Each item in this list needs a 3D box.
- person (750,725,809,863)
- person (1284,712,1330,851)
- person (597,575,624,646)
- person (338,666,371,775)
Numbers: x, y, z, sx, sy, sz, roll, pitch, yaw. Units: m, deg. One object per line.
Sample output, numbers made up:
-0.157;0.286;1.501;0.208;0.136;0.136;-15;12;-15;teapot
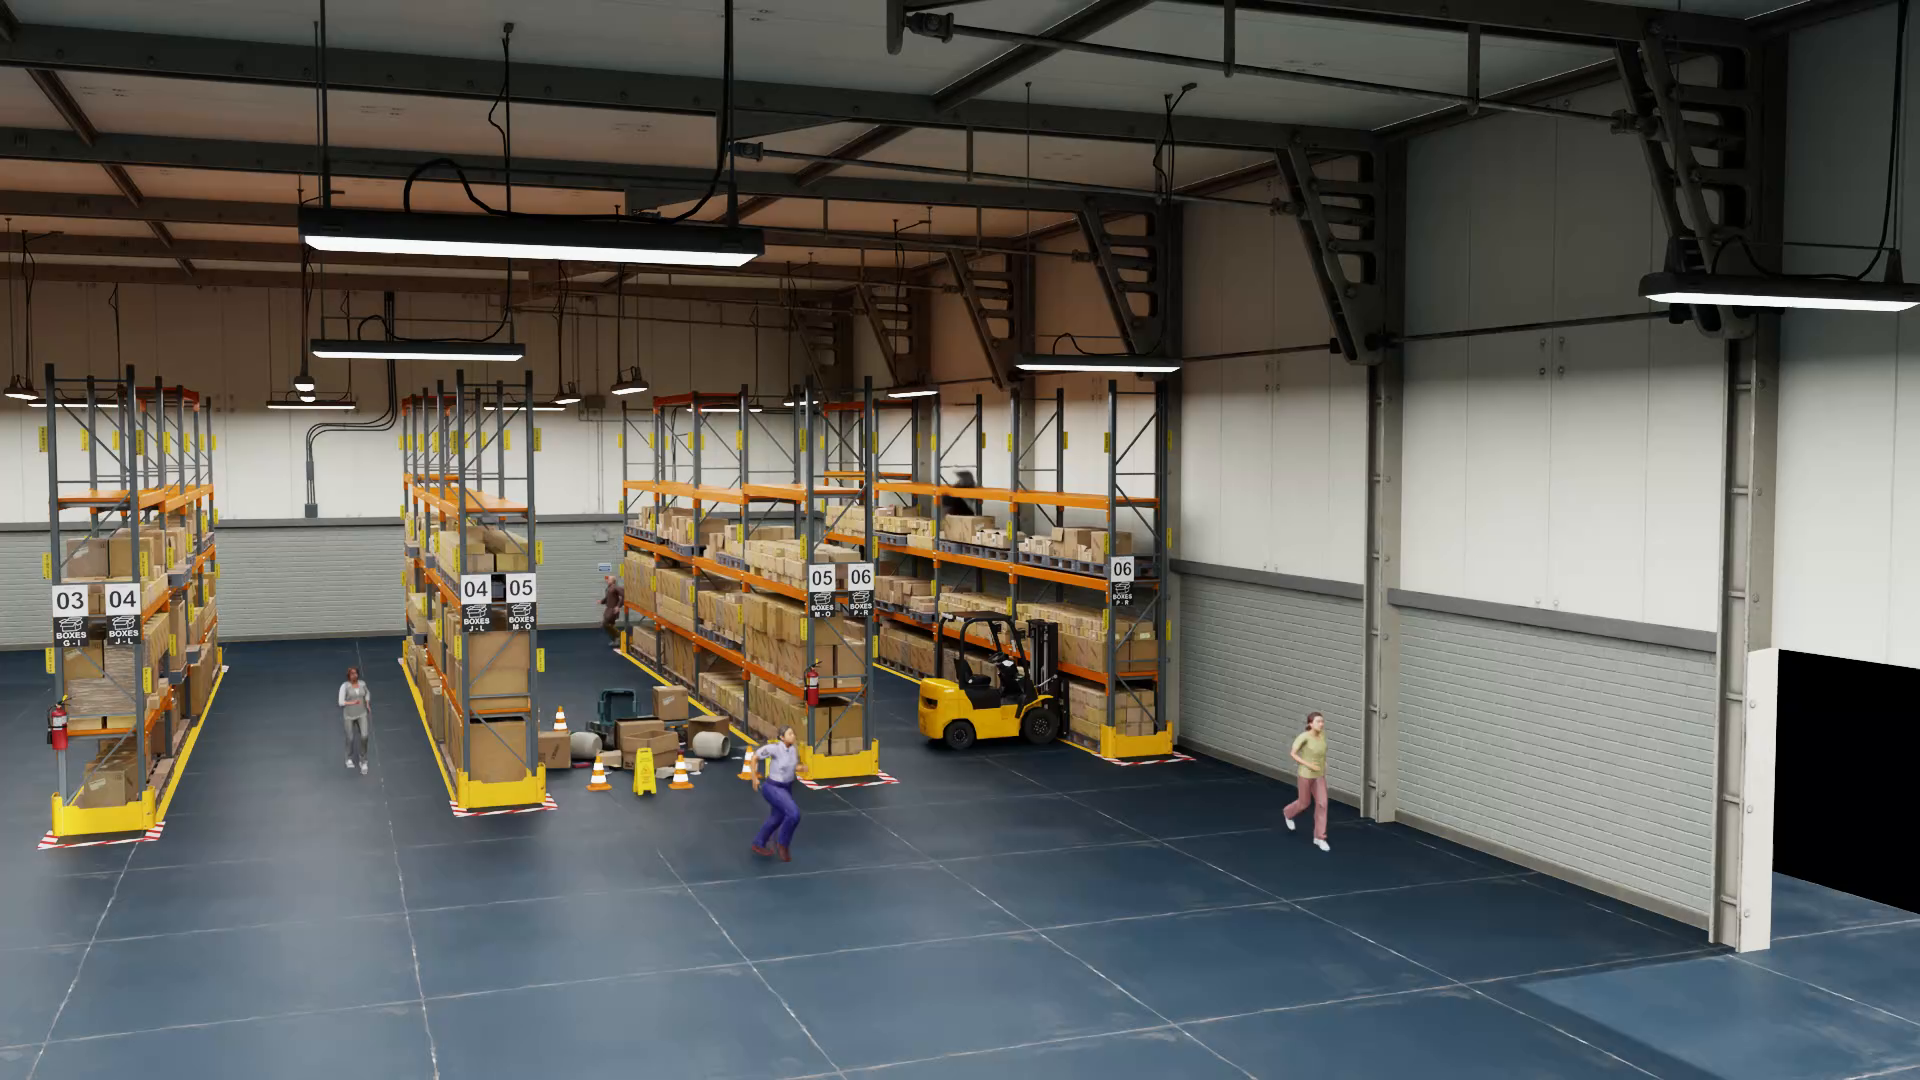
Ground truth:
-2.172;3.024;19.884;0.796;1.644;0.630;2;4;26;person
4.366;2.959;20.766;0.600;1.664;0.986;-2;4;-25;person
-8.606;1.736;40.930;0.635;1.742;0.714;-2;4;-28;person
-9.167;2.724;25.215;0.504;1.638;0.711;-2;4;-31;person
